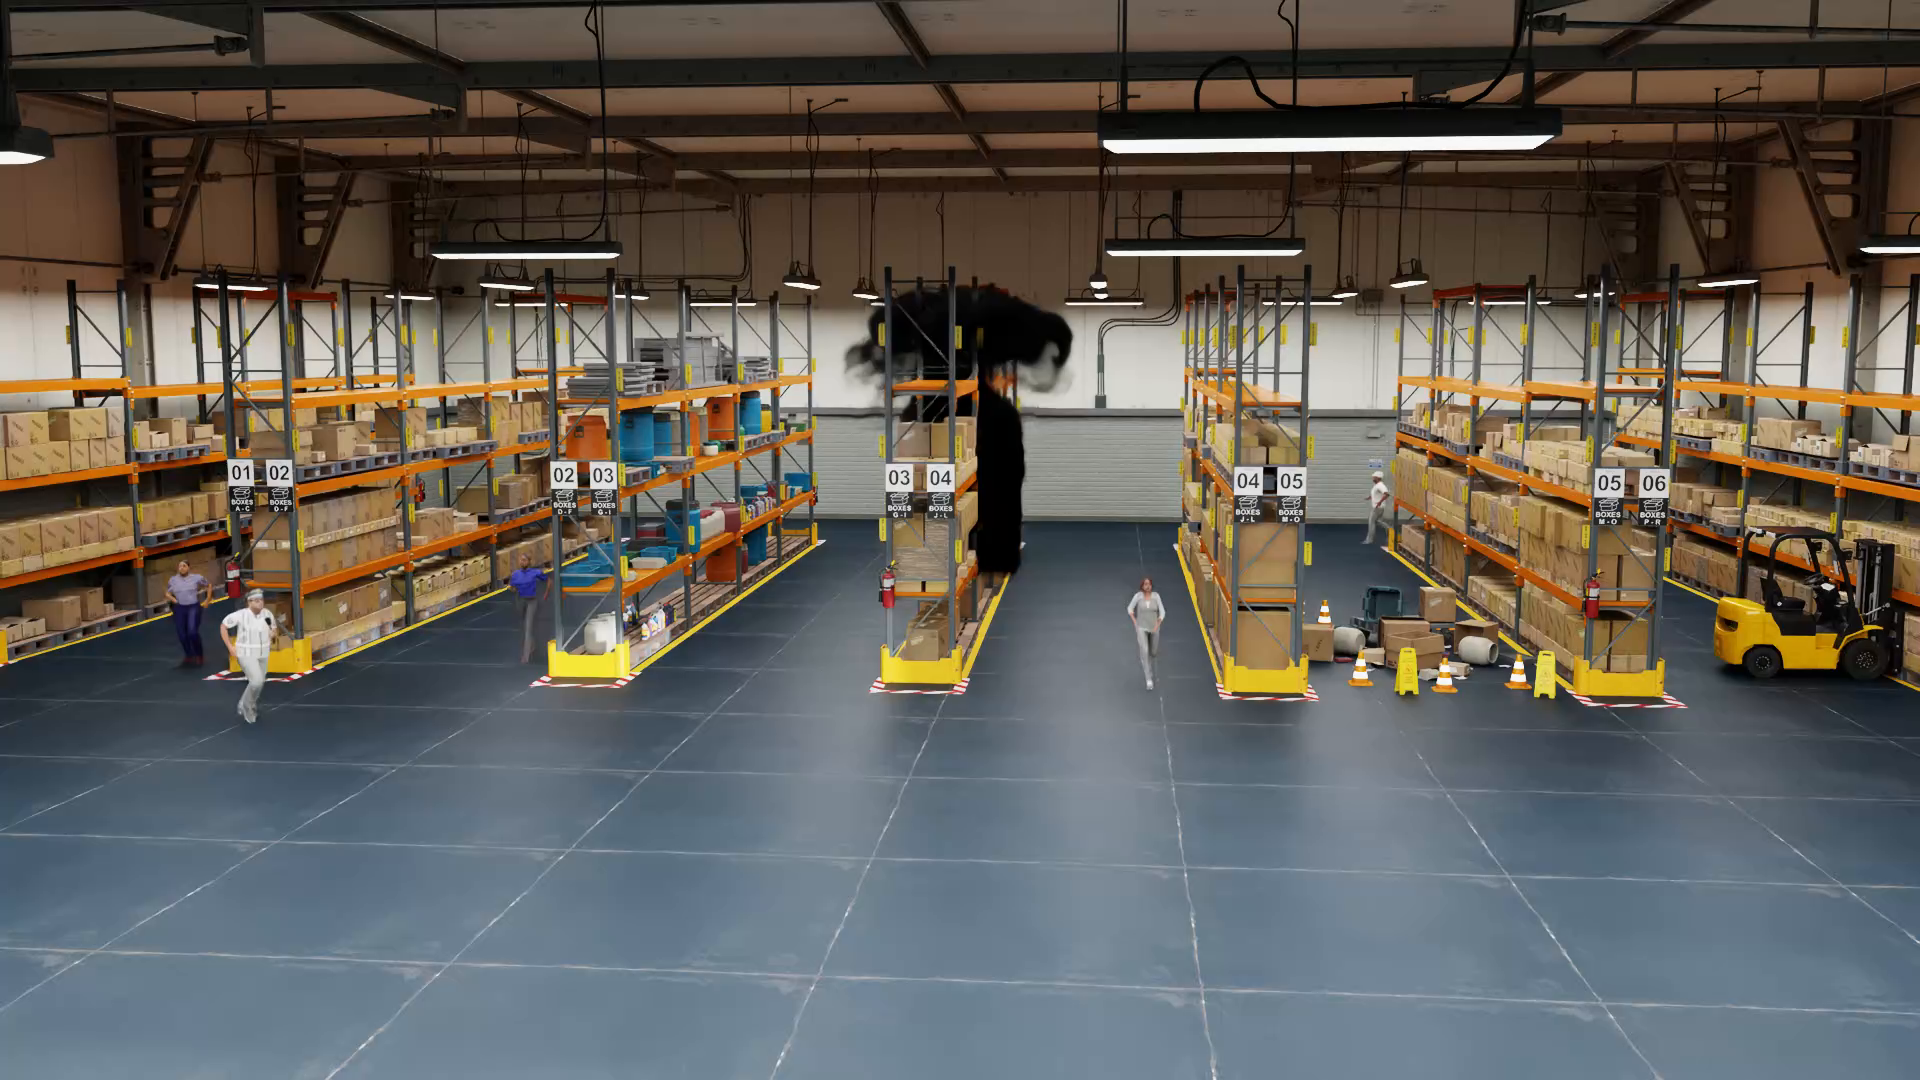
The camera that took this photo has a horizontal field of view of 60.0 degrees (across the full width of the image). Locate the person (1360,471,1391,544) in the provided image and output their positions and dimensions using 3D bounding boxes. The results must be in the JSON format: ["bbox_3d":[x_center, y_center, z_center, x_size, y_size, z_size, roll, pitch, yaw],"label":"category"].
[{"bbox_3d":[10.177,-0.778,40.367,0.862,1.784,0.726,2,7,14],"label":"person"}]

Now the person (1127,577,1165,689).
[{"bbox_3d":[2.710,1.320,24.169,0.520,1.578,0.917,-1,7,-7],"label":"person"}]

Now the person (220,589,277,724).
[{"bbox_3d":[-9.205,1.512,21.685,0.753,1.782,0.645,4,8,32],"label":"person"}]

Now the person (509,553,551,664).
[{"bbox_3d":[-6.750,1.056,25.971,0.583,1.665,0.877,1,7,9],"label":"person"}]

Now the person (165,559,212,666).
[{"bbox_3d":[-11.809,1.124,25.443,0.623,1.676,0.672,-1,7,-11],"label":"person"}]
